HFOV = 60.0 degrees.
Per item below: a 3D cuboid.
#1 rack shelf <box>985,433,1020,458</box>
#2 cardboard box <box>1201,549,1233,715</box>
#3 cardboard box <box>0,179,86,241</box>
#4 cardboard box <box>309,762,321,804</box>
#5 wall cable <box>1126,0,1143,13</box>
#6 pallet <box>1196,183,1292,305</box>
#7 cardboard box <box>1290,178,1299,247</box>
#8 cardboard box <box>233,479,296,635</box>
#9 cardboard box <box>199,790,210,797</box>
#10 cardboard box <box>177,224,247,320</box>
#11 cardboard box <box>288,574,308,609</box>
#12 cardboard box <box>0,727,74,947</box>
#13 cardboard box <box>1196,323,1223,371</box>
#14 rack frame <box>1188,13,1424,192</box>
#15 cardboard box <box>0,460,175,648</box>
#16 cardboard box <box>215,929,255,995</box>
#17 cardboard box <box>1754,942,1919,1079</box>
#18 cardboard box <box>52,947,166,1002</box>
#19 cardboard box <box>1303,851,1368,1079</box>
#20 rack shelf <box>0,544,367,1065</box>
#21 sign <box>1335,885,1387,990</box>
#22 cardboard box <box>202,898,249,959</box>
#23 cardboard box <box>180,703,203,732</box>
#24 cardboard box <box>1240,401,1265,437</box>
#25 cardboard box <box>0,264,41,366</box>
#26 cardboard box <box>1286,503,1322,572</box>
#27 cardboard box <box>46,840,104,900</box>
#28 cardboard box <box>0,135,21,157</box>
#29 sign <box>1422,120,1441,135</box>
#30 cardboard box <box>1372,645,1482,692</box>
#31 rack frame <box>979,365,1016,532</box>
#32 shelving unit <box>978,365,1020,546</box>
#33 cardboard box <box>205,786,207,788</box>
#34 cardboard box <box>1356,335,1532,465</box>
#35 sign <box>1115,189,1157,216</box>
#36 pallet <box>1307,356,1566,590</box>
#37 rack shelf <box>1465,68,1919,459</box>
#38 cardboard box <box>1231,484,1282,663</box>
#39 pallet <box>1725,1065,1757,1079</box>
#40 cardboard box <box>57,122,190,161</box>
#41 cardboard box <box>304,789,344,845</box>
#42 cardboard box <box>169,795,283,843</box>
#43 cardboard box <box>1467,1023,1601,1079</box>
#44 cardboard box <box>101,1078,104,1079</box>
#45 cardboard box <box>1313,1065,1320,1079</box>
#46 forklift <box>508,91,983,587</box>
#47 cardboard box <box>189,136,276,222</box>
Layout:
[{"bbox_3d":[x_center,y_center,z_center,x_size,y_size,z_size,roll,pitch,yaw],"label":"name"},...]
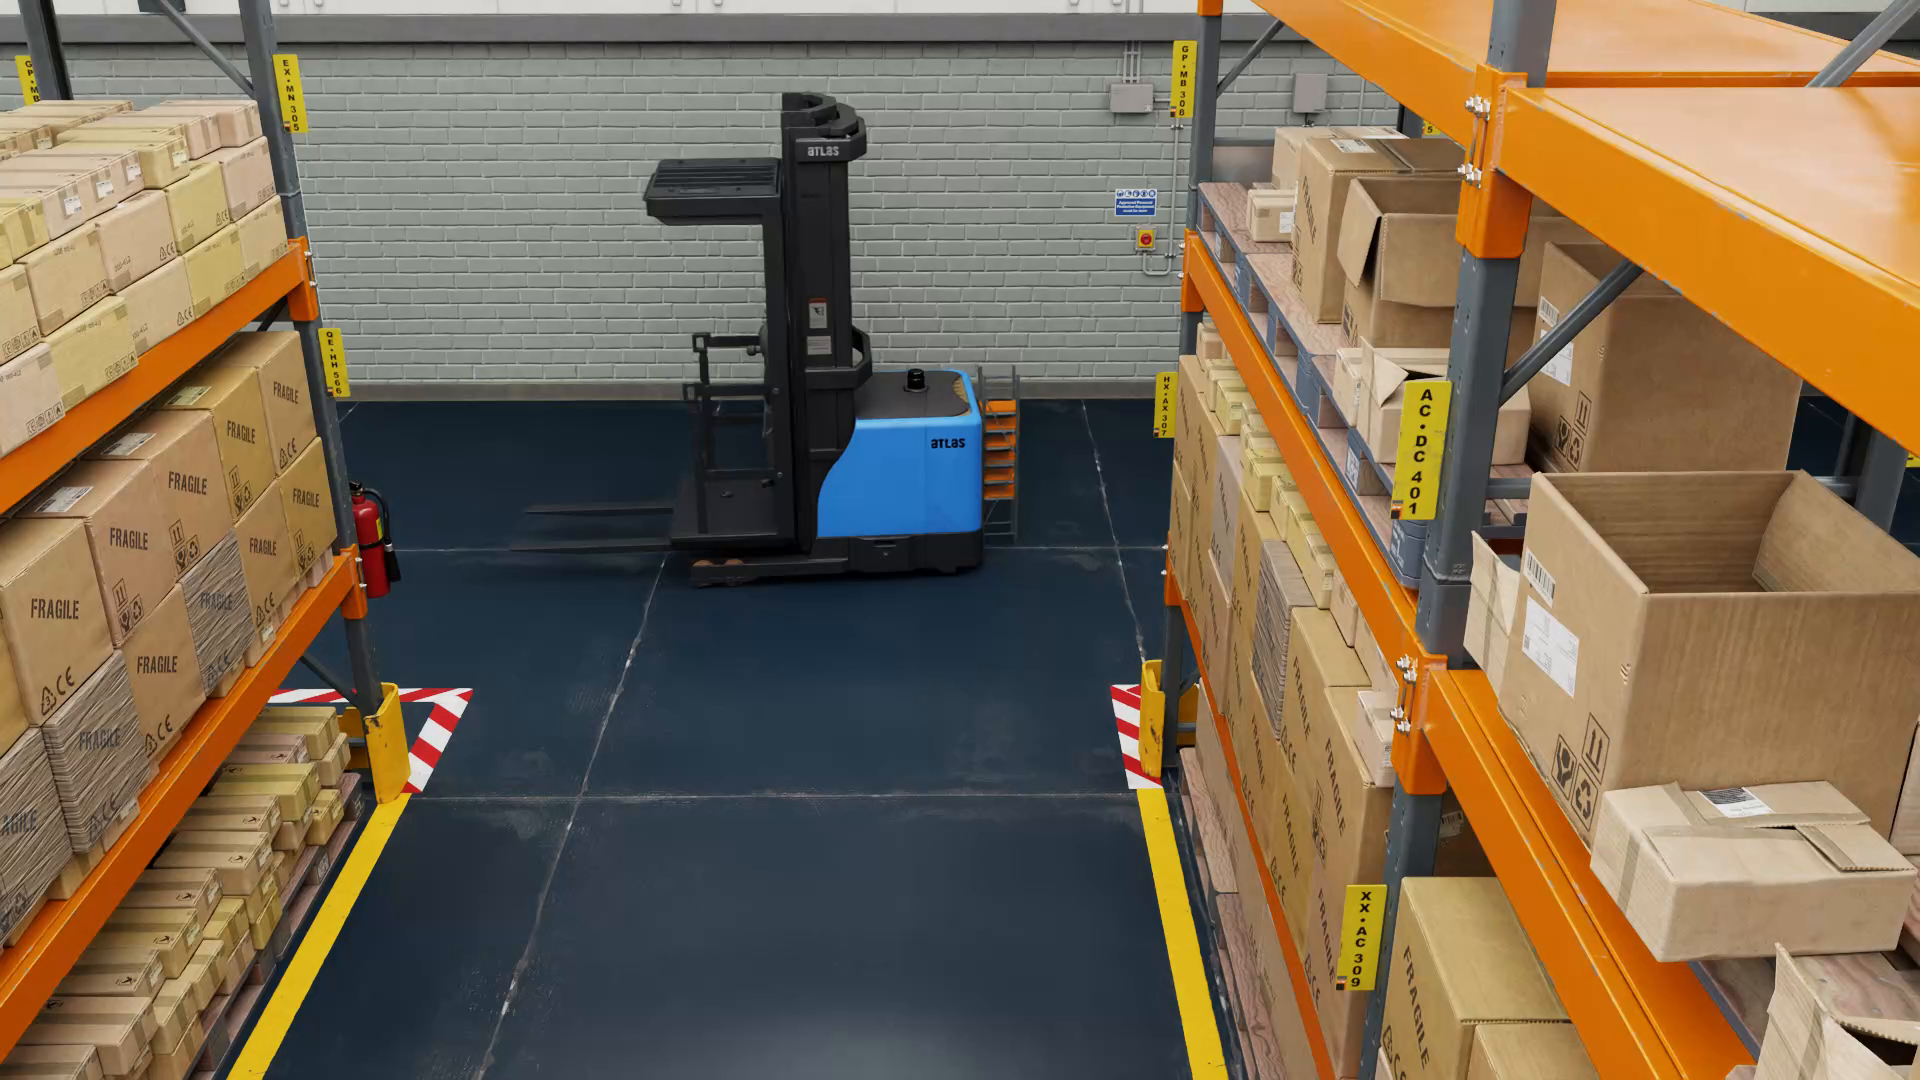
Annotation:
[{"bbox_3d":[0.254,-0.620,10.982,0.258,0.103,0.180,-3,24,-6],"label":"rack shelf"},{"bbox_3d":[1.269,0.363,6.686,0.500,0.500,0.500,0,24,-1],"label":"cardboard box"},{"bbox_3d":[-3.127,-1.083,5.455,0.380,0.149,0.250,-1,24,-2],"label":"cardboard box"},{"bbox_3d":[-3.179,1.152,7.653,0.380,0.149,0.250,-1,24,-2],"label":"cardboard box"},{"bbox_3d":[1.186,-5.285,12.014,0.463,3.000,0.029,0,24,-1],"label":"wall cable"},{"bbox_3d":[1.548,-1.229,6.795,1.003,0.211,1.213,0,24,-1],"label":"pallet"},{"bbox_3d":[1.496,-1.154,6.000,0.500,0.311,0.500,0,24,0],"label":"cardboard box"},{"bbox_3d":[-3.156,0.071,6.972,0.500,0.500,0.500,-1,24,-1],"label":"cardboard box"},{"bbox_3d":[-3.649,1.288,7.712,0.380,0.149,0.250,0,24,-1],"label":"cardboard box"},{"bbox_3d":[-3.137,-1.046,6.466,0.500,0.250,0.500,0,24,0],"label":"cardboard box"},{"bbox_3d":[-3.168,0.206,7.460,0.380,0.149,0.250,0,24,-1],"label":"cardboard box"},{"bbox_3d":[-3.141,0.914,5.108,0.500,0.500,0.500,0,24,-1],"label":"cardboard box"},{"bbox_3d":[1.257,-0.858,7.384,0.380,0.149,0.250,0,24,1],"label":"cardboard box"},{"bbox_3d":[1.530,-2.942,6.835,1.000,3.000,0.127,0,24,-1],"label":"rack frame"},{"bbox_3d":[-3.136,0.047,5.810,0.500,0.500,0.500,-1,24,-2],"label":"cardboard box"},{"bbox_3d":[-3.120,1.713,6.772,0.380,0.149,0.250,0,24,0],"label":"cardboard box"},{"bbox_3d":[1.243,0.697,2.081,0.396,0.266,0.258,2,24,4],"label":"cardboard box"},{"bbox_3d":[-3.200,1.655,6.179,0.380,0.149,0.250,-1,24,-3],"label":"cardboard box"},{"bbox_3d":[1.313,1.204,4.826,0.500,0.500,0.500,0,24,0],"label":"cardboard box"},{"bbox_3d":[-3.397,1.007,6.256,1.077,0.370,4.000,0,24,-1],"label":"rack shelf"},{"bbox_3d":[1.018,1.012,4.225,0.100,0.325,0.005,0,24,-1],"label":"sign"},{"bbox_3d":[-3.118,1.577,6.712,0.380,0.149,0.250,1,24,2],"label":"cardboard box"},{"bbox_3d":[-3.207,0.634,6.513,0.380,0.149,0.250,-1,24,-3],"label":"cardboard box"},{"bbox_3d":[1.295,-0.426,6.430,0.380,0.149,0.250,0,24,0],"label":"cardboard box"},{"bbox_3d":[-3.133,-0.635,4.948,0.500,0.250,0.500,0,24,0],"label":"cardboard box"},{"bbox_3d":[1.301,-0.009,5.509,0.380,0.149,0.250,-1,24,-2],"label":"cardboard box"},{"bbox_3d":[-3.118,1.068,5.554,0.380,0.149,0.250,0,24,0],"label":"cardboard box"},{"bbox_3d":[-3.727,-1.400,6.158,0.380,0.149,0.250,0,24,0],"label":"cardboard box"},{"bbox_3d":[2.072,-1.939,7.279,0.100,0.325,0.005,0,24,-1],"label":"sign"},{"bbox_3d":[1.357,0.408,4.585,0.380,0.149,0.250,0,24,1],"label":"cardboard box"},{"bbox_3d":[0.244,-0.589,11.096,0.240,1.200,0.006,-3,24,-6],"label":"rack frame"},{"bbox_3d":[0.254,-0.551,11.013,0.258,1.200,0.189,-3,24,-6],"label":"shelving unit"},{"bbox_3d":[-3.670,1.045,7.889,0.380,0.149,0.250,1,24,2],"label":"cardboard box"},{"bbox_3d":[1.246,-0.364,4.308,0.396,0.266,0.258,1,24,1],"label":"cardboard box"},{"bbox_3d":[1.396,-2.680,13.208,0.327,0.218,0.001,0,24,-1],"label":"sign"},{"bbox_3d":[1.575,-0.224,4.572,1.003,0.211,1.213,0,24,-1],"label":"pallet"},{"bbox_3d":[1.595,0.041,1.599,1.077,0.370,4.000,0,24,-1],"label":"rack shelf"},{"bbox_3d":[1.282,0.120,6.010,0.500,0.500,0.500,0,24,0],"label":"cardboard box"},{"bbox_3d":[1.542,1.082,1.808,1.003,0.211,1.213,1,24,2],"label":"pallet"},{"bbox_3d":[-3.213,-1.509,6.398,0.380,0.149,0.250,-1,24,-2],"label":"cardboard box"},{"bbox_3d":[-3.101,1.285,7.720,0.380,0.149,0.250,0,24,1],"label":"cardboard box"},{"bbox_3d":[-3.145,1.226,7.127,0.380,0.149,0.250,-1,24,-3],"label":"cardboard box"},{"bbox_3d":[1.324,1.331,3.333,0.500,0.500,0.500,0,24,-1],"label":"cardboard box"},{"bbox_3d":[-3.191,2.010,5.756,0.380,0.149,0.250,-1,24,-3],"label":"cardboard box"},{"bbox_3d":[1.674,2.157,5.441,0.875,0.438,0.875,-1,24,-1],"label":"cardboard box"},{"bbox_3d":[-1.395,-1.264,10.488,3.031,2.935,1.130,-2,24,-5],"label":"forklift"},{"bbox_3d":[-3.160,-1.482,6.822,0.500,0.250,0.500,-1,24,-2],"label":"cardboard box"}]
